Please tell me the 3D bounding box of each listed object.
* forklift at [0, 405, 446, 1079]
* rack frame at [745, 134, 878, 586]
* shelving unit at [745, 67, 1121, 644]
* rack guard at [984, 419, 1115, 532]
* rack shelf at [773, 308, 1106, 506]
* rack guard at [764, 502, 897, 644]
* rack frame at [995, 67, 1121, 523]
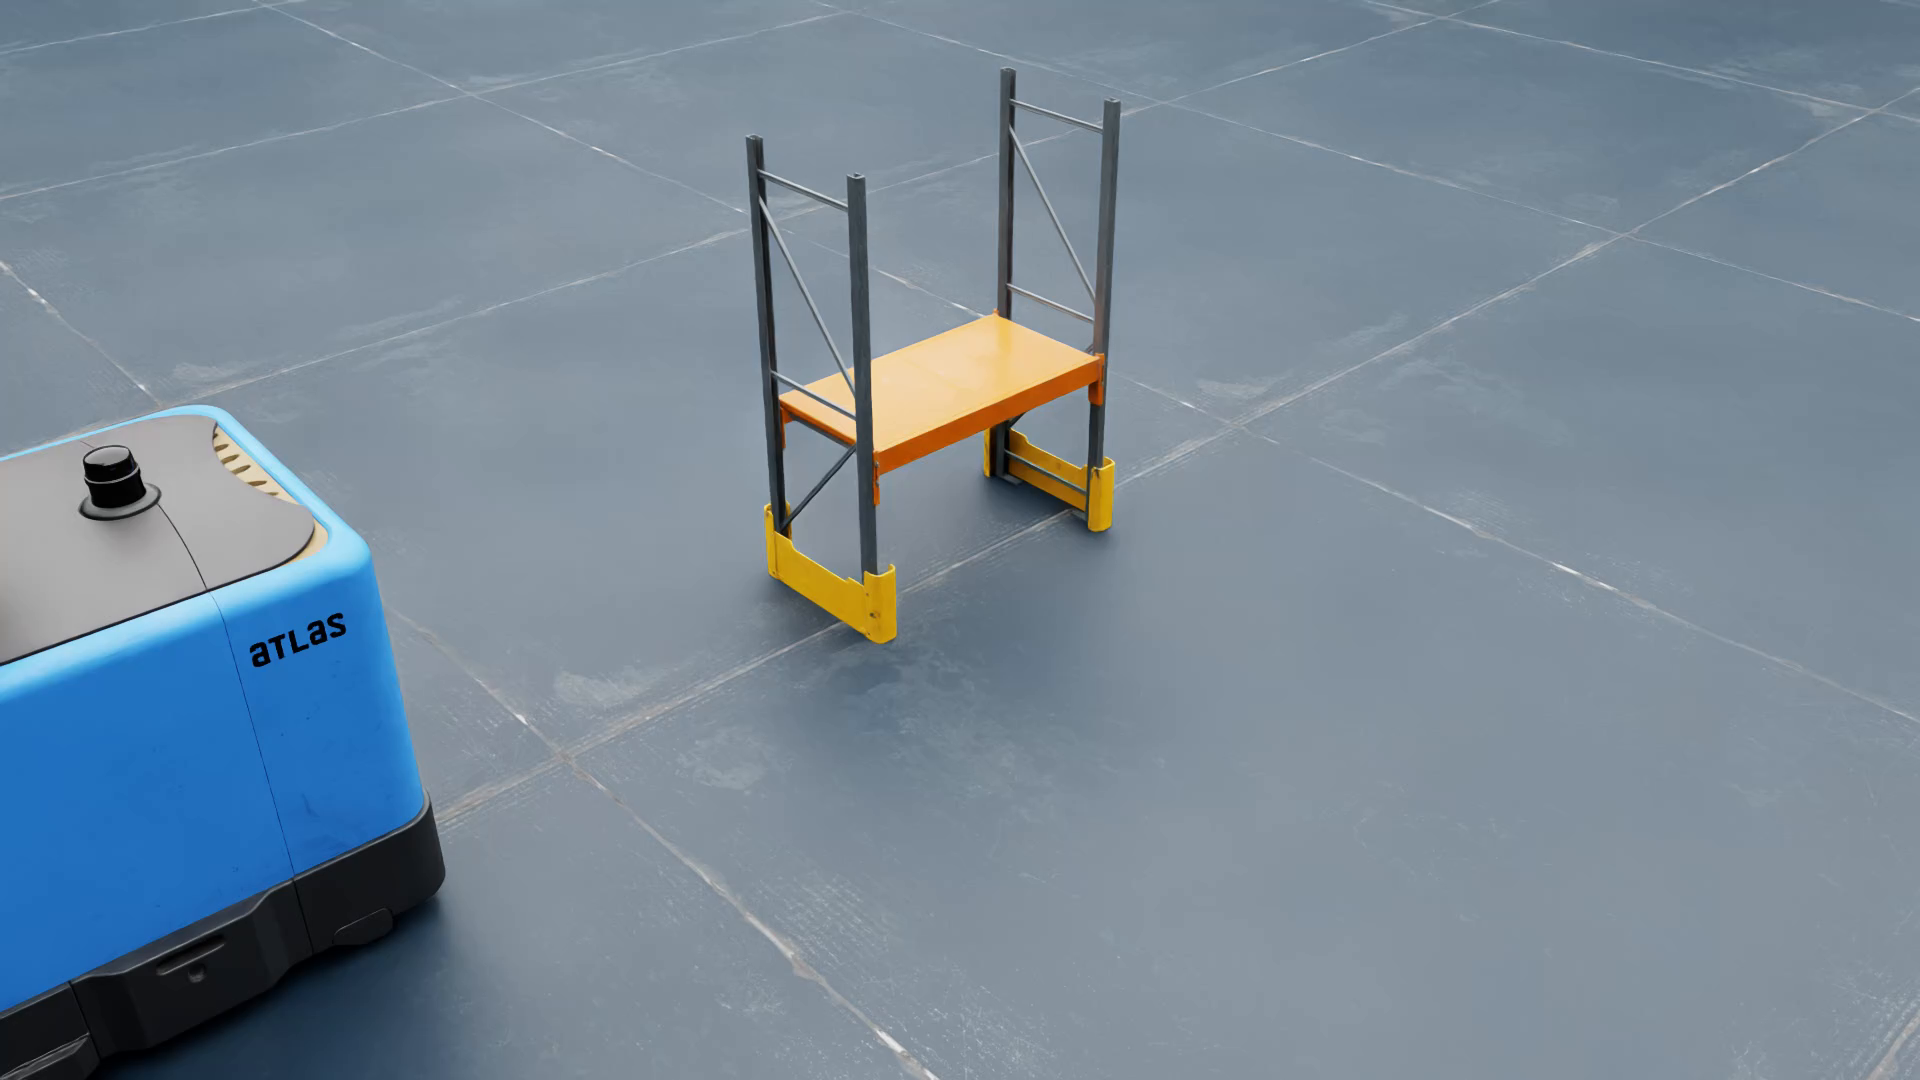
[{"bbox_3d":[-2.750,-0.014,2.963,3.031,2.935,1.130,-24,39,-34],"label":"forklift"},{"bbox_3d":[-0.435,-0.429,5.014,0.032,1.500,0.500,-26,40,-35],"label":"rack frame"},{"bbox_3d":[-0.056,-0.613,5.315,1.083,1.500,0.587,-26,40,-35],"label":"shelving unit"},{"bbox_3d":[0.309,-0.256,5.929,0.087,0.250,0.587,-26,40,-35],"label":"rack guard"},{"bbox_3d":[-0.063,-0.456,5.403,1.000,0.185,0.538,-26,40,-35],"label":"rack shelf"},{"bbox_3d":[-0.421,0.097,5.352,0.087,0.250,0.587,-26,40,-35],"label":"rack guard"},{"bbox_3d":[0.310,-0.790,5.604,0.032,1.500,0.500,-26,40,-35],"label":"rack frame"}]
